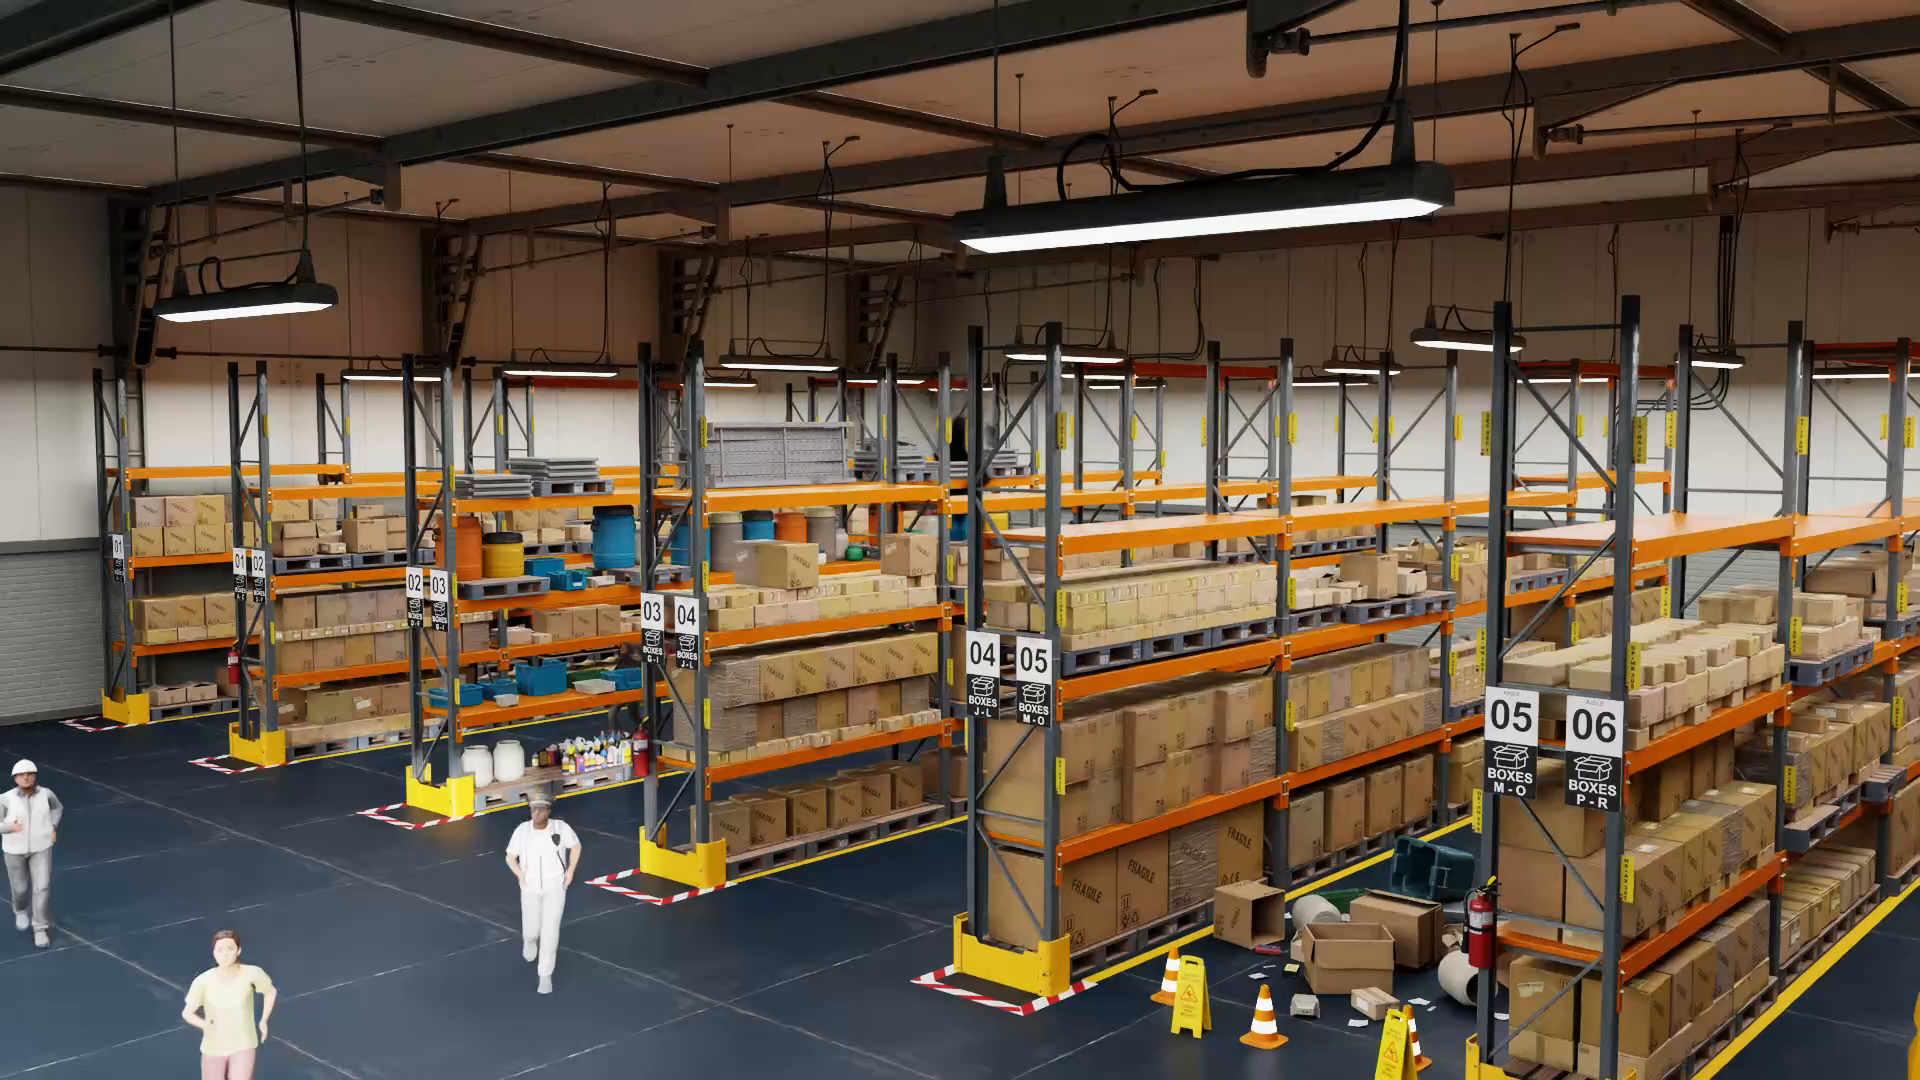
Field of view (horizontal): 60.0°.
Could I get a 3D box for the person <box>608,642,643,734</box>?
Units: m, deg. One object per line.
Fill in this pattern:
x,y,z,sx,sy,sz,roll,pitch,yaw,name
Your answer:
-5.189,2.435,25.877,0.547,1.718,0.761,3,5,33,person

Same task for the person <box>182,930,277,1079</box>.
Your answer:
-5.020,3.496,11.443,0.589,1.640,0.877,-1,4,-18,person

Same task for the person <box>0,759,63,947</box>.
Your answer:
-9.168,3.043,16.368,0.661,1.767,0.906,-3,5,-34,person

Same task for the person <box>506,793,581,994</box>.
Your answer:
-3.820,3.175,15.280,0.670,1.785,0.844,-1,4,-10,person

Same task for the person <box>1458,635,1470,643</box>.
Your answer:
8.089,2.377,26.621,0.777,1.714,0.554,-4,6,-44,person
